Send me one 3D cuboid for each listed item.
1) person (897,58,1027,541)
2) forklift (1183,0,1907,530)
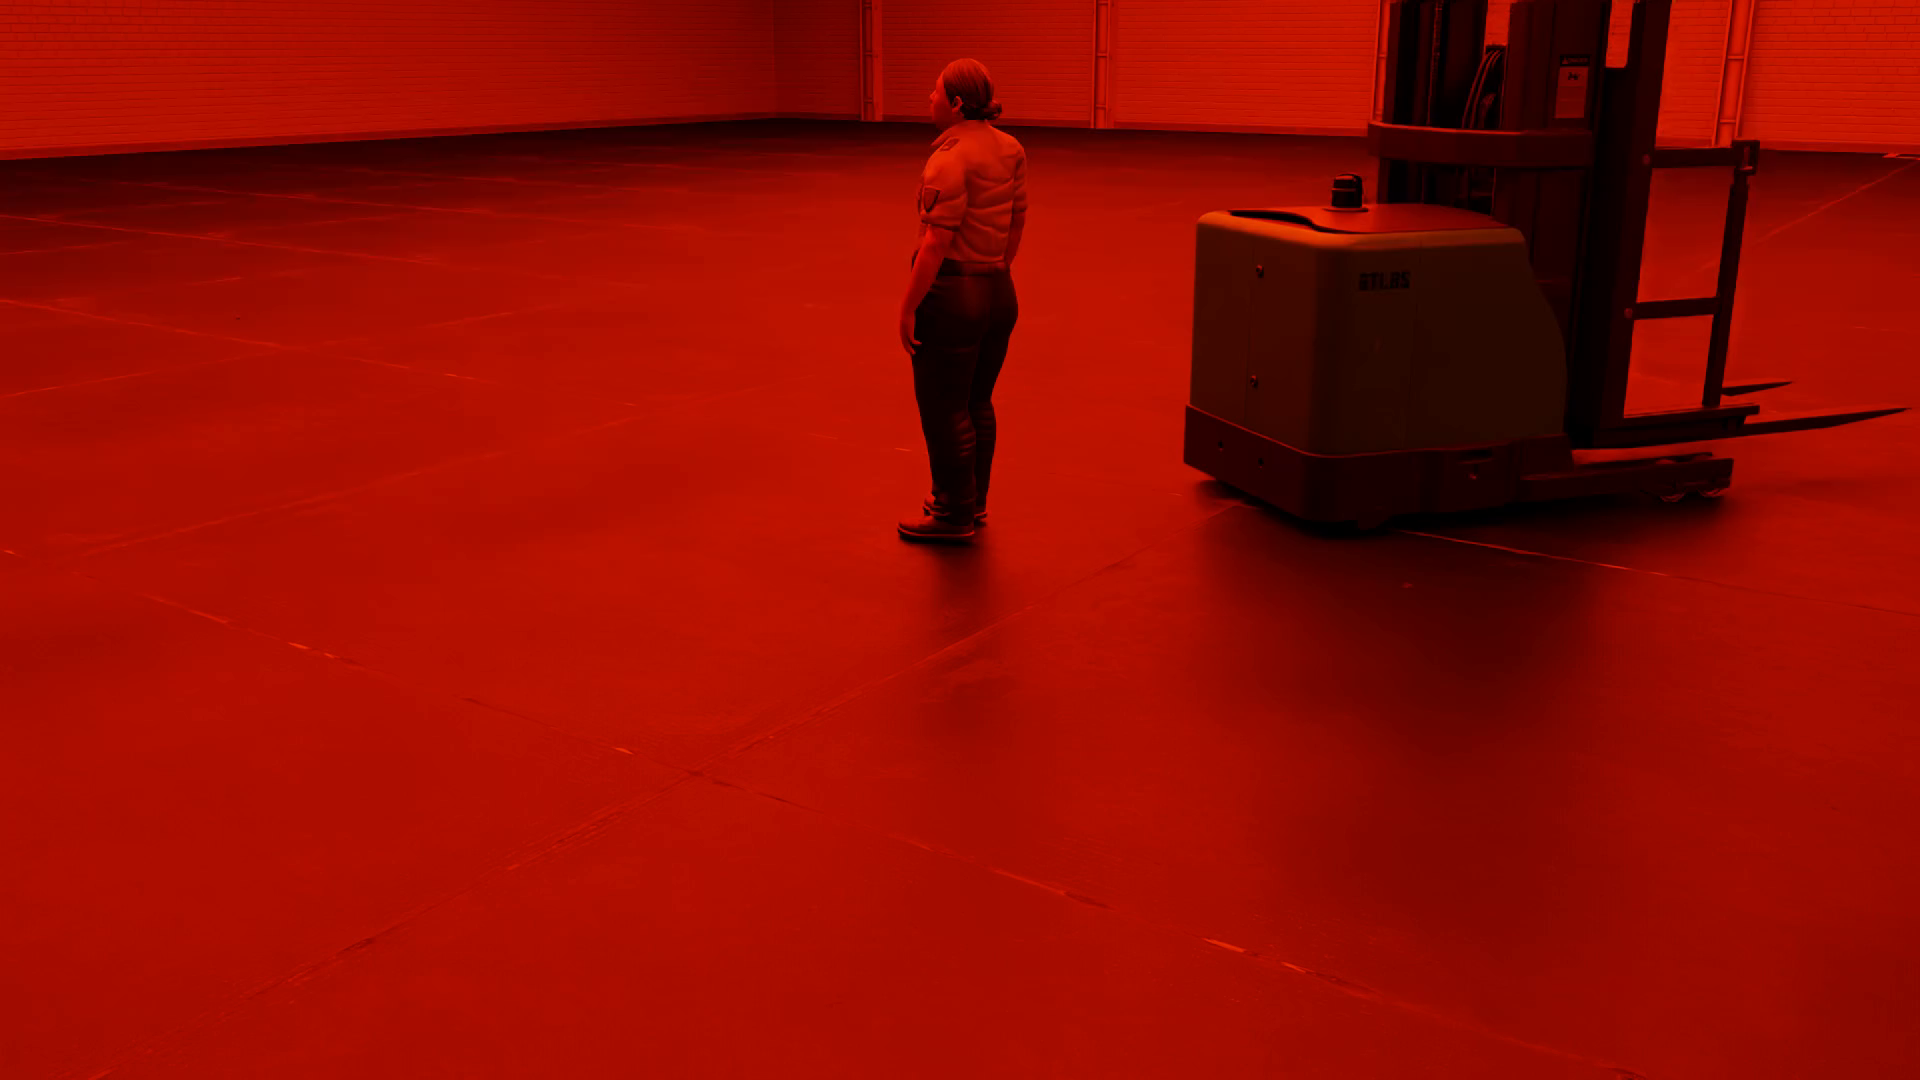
[{"bbox_3d":[-0.061,-0.816,5.778,0.502,1.651,0.598,11,20,33],"label":"person"},{"bbox_3d":[2.480,-1.684,6.464,3.031,2.935,1.130,-6,18,-20],"label":"forklift"}]
